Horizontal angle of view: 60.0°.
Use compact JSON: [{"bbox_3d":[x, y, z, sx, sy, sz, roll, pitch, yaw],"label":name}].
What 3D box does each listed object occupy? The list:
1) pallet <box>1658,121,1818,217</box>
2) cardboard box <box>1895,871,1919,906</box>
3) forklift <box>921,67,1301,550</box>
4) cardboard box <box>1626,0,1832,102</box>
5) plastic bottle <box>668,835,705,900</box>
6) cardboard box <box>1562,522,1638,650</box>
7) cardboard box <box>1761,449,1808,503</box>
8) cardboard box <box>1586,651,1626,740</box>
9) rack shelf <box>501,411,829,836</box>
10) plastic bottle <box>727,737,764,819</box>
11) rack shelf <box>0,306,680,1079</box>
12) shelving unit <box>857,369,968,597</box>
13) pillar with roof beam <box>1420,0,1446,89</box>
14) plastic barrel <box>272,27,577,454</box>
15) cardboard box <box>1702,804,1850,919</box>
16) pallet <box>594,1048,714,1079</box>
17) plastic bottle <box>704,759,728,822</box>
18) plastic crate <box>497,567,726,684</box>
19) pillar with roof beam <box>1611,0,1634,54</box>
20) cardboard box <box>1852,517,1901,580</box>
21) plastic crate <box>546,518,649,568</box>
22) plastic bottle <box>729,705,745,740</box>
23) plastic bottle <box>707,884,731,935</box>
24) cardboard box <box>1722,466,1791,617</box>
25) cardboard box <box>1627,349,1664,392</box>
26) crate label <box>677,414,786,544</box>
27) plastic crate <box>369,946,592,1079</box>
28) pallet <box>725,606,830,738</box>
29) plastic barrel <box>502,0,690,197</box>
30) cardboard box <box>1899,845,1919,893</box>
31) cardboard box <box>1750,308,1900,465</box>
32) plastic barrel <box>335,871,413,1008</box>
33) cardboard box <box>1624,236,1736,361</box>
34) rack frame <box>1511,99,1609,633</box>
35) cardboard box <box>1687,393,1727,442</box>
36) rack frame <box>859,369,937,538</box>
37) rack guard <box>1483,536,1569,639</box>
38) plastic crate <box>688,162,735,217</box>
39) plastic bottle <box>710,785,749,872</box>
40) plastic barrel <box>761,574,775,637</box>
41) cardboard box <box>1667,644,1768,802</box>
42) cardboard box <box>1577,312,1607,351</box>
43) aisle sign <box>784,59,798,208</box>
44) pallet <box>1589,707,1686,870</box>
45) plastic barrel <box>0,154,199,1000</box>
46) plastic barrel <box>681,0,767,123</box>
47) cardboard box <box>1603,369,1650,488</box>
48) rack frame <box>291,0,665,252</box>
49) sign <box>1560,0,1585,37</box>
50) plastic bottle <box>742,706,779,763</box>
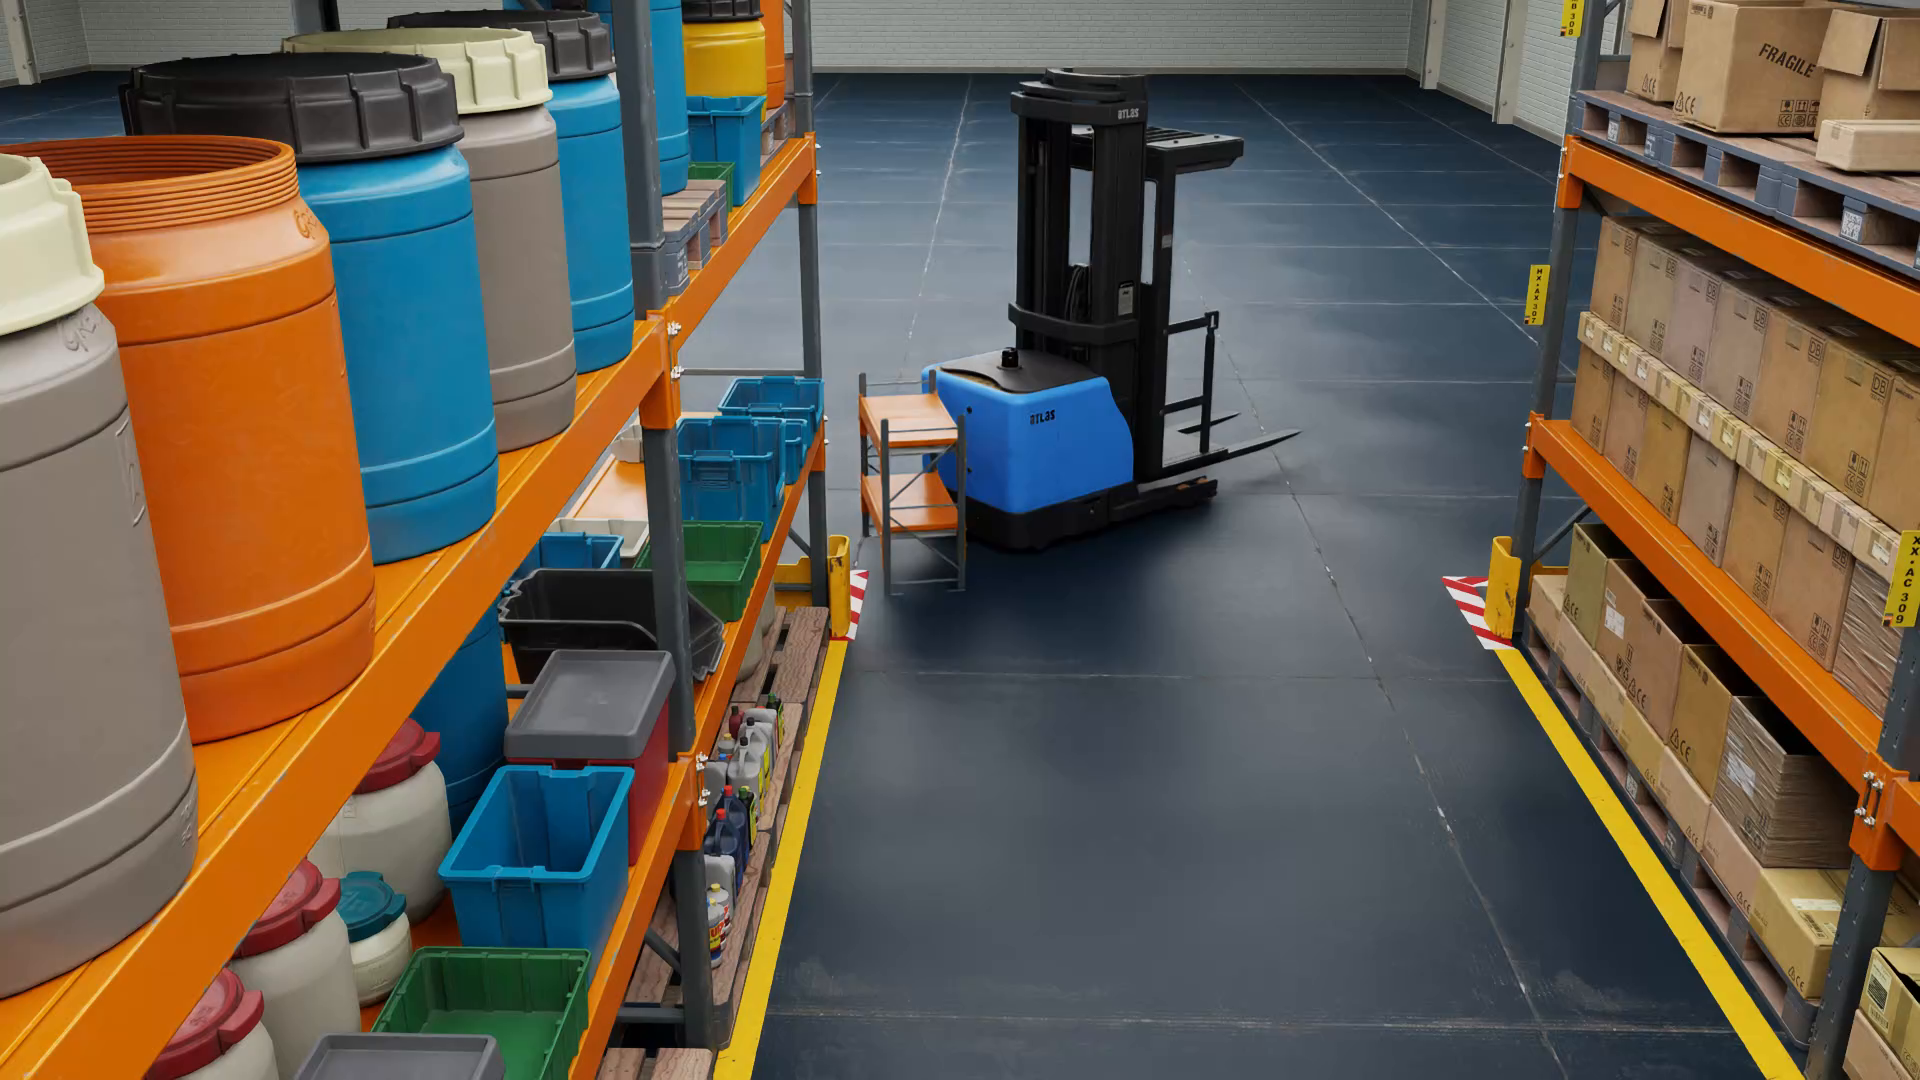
[{"bbox_3d":[3.593,-1.536,6.816,1.003,0.211,1.213,1,21,2],"label":"pallet"},{"bbox_3d":[3.870,1.492,6.258,0.500,0.250,0.500,1,21,2],"label":"cardboard box"},{"bbox_3d":[1.187,-1.720,11.411,3.031,2.935,1.130,-17,27,-36],"label":"forklift"},{"bbox_3d":[3.653,-2.376,7.943,0.797,0.503,0.637,2,21,5],"label":"cardboard box"},{"bbox_3d":[-1.103,1.255,6.701,0.144,0.351,0.185,1,21,2],"label":"plastic bottle"},{"bbox_3d":[3.422,0.233,8.467,0.500,0.500,0.500,1,21,2],"label":"cardboard box"},{"bbox_3d":[3.380,-0.248,6.485,0.380,0.149,0.250,1,21,1],"label":"cardboard box"},{"bbox_3d":[3.409,0.763,8.137,0.500,0.250,0.500,1,21,2],"label":"cardboard box"},{"bbox_3d":[-1.337,0.126,7.551,1.077,0.370,4.000,1,21,2],"label":"rack shelf"},{"bbox_3d":[-0.940,1.035,7.269,0.144,0.351,0.185,0,21,1],"label":"plastic bottle"},{"bbox_3d":[-1.459,0.174,3.281,1.077,0.370,4.000,1,21,2],"label":"rack shelf"},{"bbox_3d":[-0.309,-0.378,10.448,0.538,1.125,1.048,-4,22,-10],"label":"shelving unit"},{"bbox_3d":[6.079,-14.252,35.319,9.100,9.000,0.400,1,21,2],"label":"pillar with roof beam"},{"bbox_3d":[-1.217,-0.695,3.834,0.600,0.901,0.600,0,21,0],"label":"plastic barrel"},{"bbox_3d":[3.373,1.305,6.739,0.500,0.250,0.500,1,21,2],"label":"cardboard box"},{"bbox_3d":[-1.383,2.099,5.329,1.003,0.211,1.213,1,21,2],"label":"pallet"},{"bbox_3d":[-1.089,1.077,7.263,0.152,0.276,0.135,1,21,2],"label":"plastic bottle"},{"bbox_3d":[-1.255,0.355,6.053,0.767,0.338,0.504,1,21,2],"label":"plastic crate"},{"bbox_3d":[5.714,-9.913,24.137,9.100,9.000,0.400,1,21,2],"label":"pillar with roof beam"},{"bbox_3d":[3.356,0.031,5.768,0.380,0.149,0.250,0,21,0],"label":"cardboard box"},{"bbox_3d":[-1.602,0.047,7.125,0.530,0.136,0.437,1,21,2],"label":"plastic crate"},{"bbox_3d":[-1.036,0.888,7.741,0.061,0.283,0.133,1,21,2],"label":"plastic bottle"},{"bbox_3d":[-0.944,1.430,6.458,0.097,0.201,0.097,0,21,0],"label":"plastic bottle"},{"bbox_3d":[3.589,-0.009,6.768,0.700,0.500,0.500,1,21,2],"label":"cardboard box"},{"bbox_3d":[3.423,-0.809,7.932,0.380,0.149,0.250,0,21,1],"label":"cardboard box"},{"bbox_3d":[-1.062,-0.280,7.555,0.502,0.435,0.616,1,21,2],"label":"crate label"},{"bbox_3d":[-1.169,1.246,3.965,0.450,0.188,0.662,1,21,2],"label":"plastic crate"},{"bbox_3d":[-1.262,0.690,8.960,1.003,0.211,1.213,1,21,2],"label":"pallet"},{"bbox_3d":[-1.261,-1.672,5.772,0.600,0.901,0.708,1,21,2],"label":"plastic barrel"},{"bbox_3d":[3.880,1.142,6.122,0.500,0.500,0.500,1,21,2],"label":"cardboard box"},{"bbox_3d":[3.590,-0.606,6.512,0.700,0.500,0.500,1,21,2],"label":"cardboard box"},{"bbox_3d":[-1.592,1.056,4.353,0.301,0.262,0.301,0,21,0],"label":"plastic barrel"},{"bbox_3d":[3.635,-1.150,7.914,0.700,0.500,0.500,0,21,0],"label":"cardboard box"},{"bbox_3d":[3.674,-0.876,9.141,1.000,3.000,0.127,1,21,2],"label":"rack frame"},{"bbox_3d":[3.400,-0.530,7.213,0.380,0.149,0.250,1,21,2],"label":"cardboard box"},{"bbox_3d":[-0.402,-0.559,10.914,0.500,1.125,0.032,-4,22,-10],"label":"rack frame"},{"bbox_3d":[3.675,0.280,9.615,1.175,0.500,0.348,1,21,2],"label":"rack guard"},{"bbox_3d":[-1.078,-1.353,6.515,0.336,0.188,0.450,1,21,2],"label":"plastic crate"},{"bbox_3d":[-0.953,1.188,6.873,0.144,0.351,0.185,0,21,-1],"label":"plastic bottle"},{"bbox_3d":[-1.220,0.271,9.043,0.421,0.512,0.421,0,21,0],"label":"plastic barrel"},{"bbox_3d":[3.387,0.775,7.069,0.500,0.500,0.500,1,21,2],"label":"cardboard box"},{"bbox_3d":[3.447,-1.086,8.646,0.380,0.149,0.250,0,21,1],"label":"cardboard box"},{"bbox_3d":[-0.977,-2.167,8.873,0.394,0.787,0.004,1,21,2],"label":"aisle sign"},{"bbox_3d":[3.653,1.141,7.797,1.003,0.211,1.213,1,21,2],"label":"pallet"},{"bbox_3d":[-1.278,0.034,1.956,0.600,0.901,0.600,0,21,0],"label":"plastic barrel"},{"bbox_3d":[-1.184,-2.200,7.566,0.600,0.588,0.600,0,21,0],"label":"plastic barrel"},{"bbox_3d":[3.636,-0.564,8.198,0.700,0.500,0.500,1,21,3],"label":"cardboard box"},{"bbox_3d":[-1.398,-2.283,4.472,1.000,3.000,0.127,1,21,2],"label":"rack frame"},{"bbox_3d":[3.120,-2.727,8.447,0.100,0.325,0.005,1,21,2],"label":"sign"},{"bbox_3d":[-0.929,0.892,7.740,0.152,0.276,0.135,1,21,2],"label":"plastic bottle"}]
